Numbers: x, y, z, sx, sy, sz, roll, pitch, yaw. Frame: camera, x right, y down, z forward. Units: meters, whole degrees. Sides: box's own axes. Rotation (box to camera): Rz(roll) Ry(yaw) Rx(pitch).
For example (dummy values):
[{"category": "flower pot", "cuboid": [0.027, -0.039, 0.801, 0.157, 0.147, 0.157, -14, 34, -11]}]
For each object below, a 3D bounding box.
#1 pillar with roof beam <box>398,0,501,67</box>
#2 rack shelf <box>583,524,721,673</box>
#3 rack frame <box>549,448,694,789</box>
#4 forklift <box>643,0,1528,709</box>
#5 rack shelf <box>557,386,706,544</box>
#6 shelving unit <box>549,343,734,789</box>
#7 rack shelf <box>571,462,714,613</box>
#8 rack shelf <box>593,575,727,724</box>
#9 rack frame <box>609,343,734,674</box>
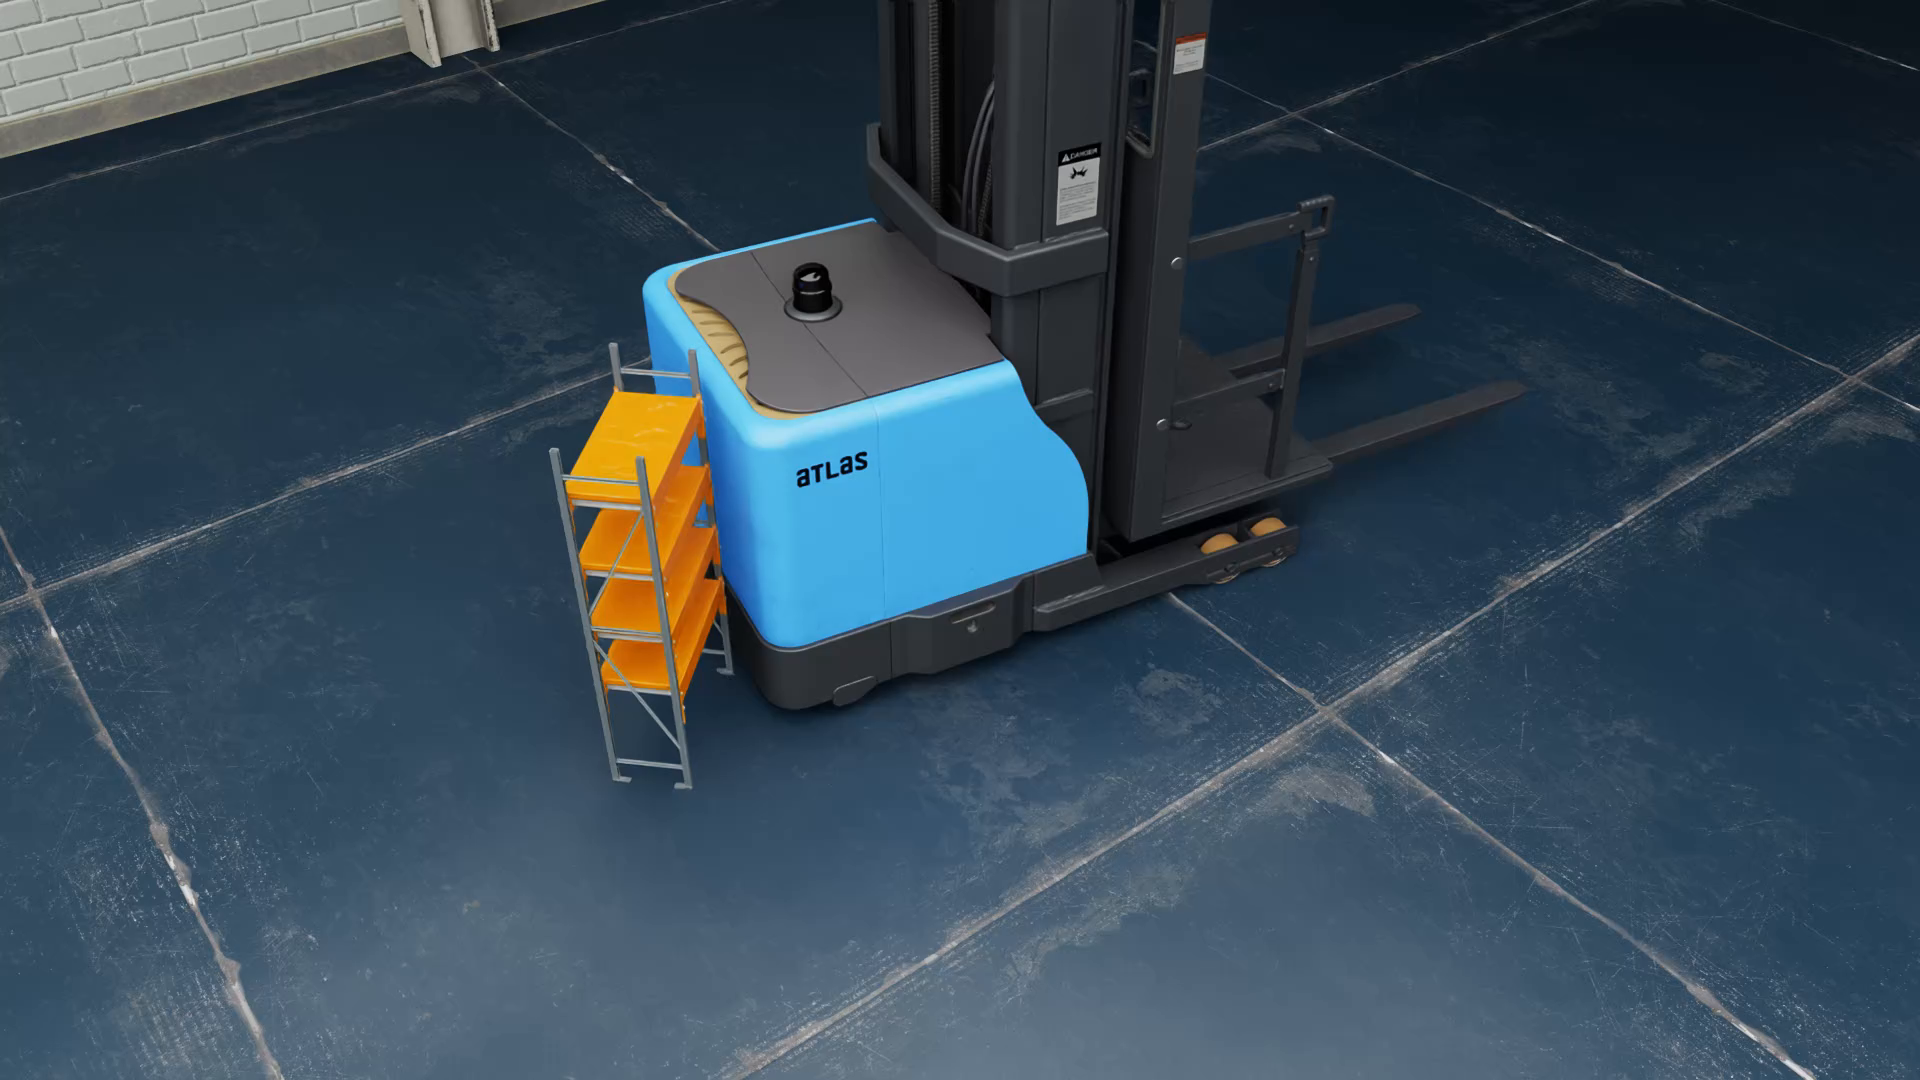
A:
[{"category": "pillar with roof beam", "cuboid": [-0.105, -3.966, 3.489, 0.400, 9.000, 9.100, -26, 46, -28]}, {"category": "rack shelf", "cuboid": [-0.866, 0.149, 4.729, 0.258, 0.148, 0.480, 5, 40, 6]}, {"category": "rack frame", "cuboid": [-0.900, 0.250, 4.499, 0.240, 1.200, 0.015, 5, 40, 6]}, {"category": "forklift", "cuboid": [0.572, -1.270, 4.987, 3.031, 2.935, 1.130, -18, 43, -20]}, {"category": "rack shelf", "cuboid": [-0.866, -0.207, 4.437, 0.258, 0.148, 0.480, 5, 40, 6]}, {"category": "shelving unit", "cuboid": [-0.866, 0.097, 4.686, 0.258, 1.200, 0.503, 5, 40, 6]}, {"category": "rack shelf", "cuboid": [-0.866, -0.024, 4.587, 0.258, 0.148, 0.480, 5, 40, 6]}, {"category": "rack shelf", "cuboid": [-0.866, 0.302, 4.855, 0.258, 0.148, 0.480, 5, 40, 6]}, {"category": "rack frame", "cuboid": [-0.831, -0.057, 4.873, 0.240, 1.200, 0.015, 5, 40, 6]}]
